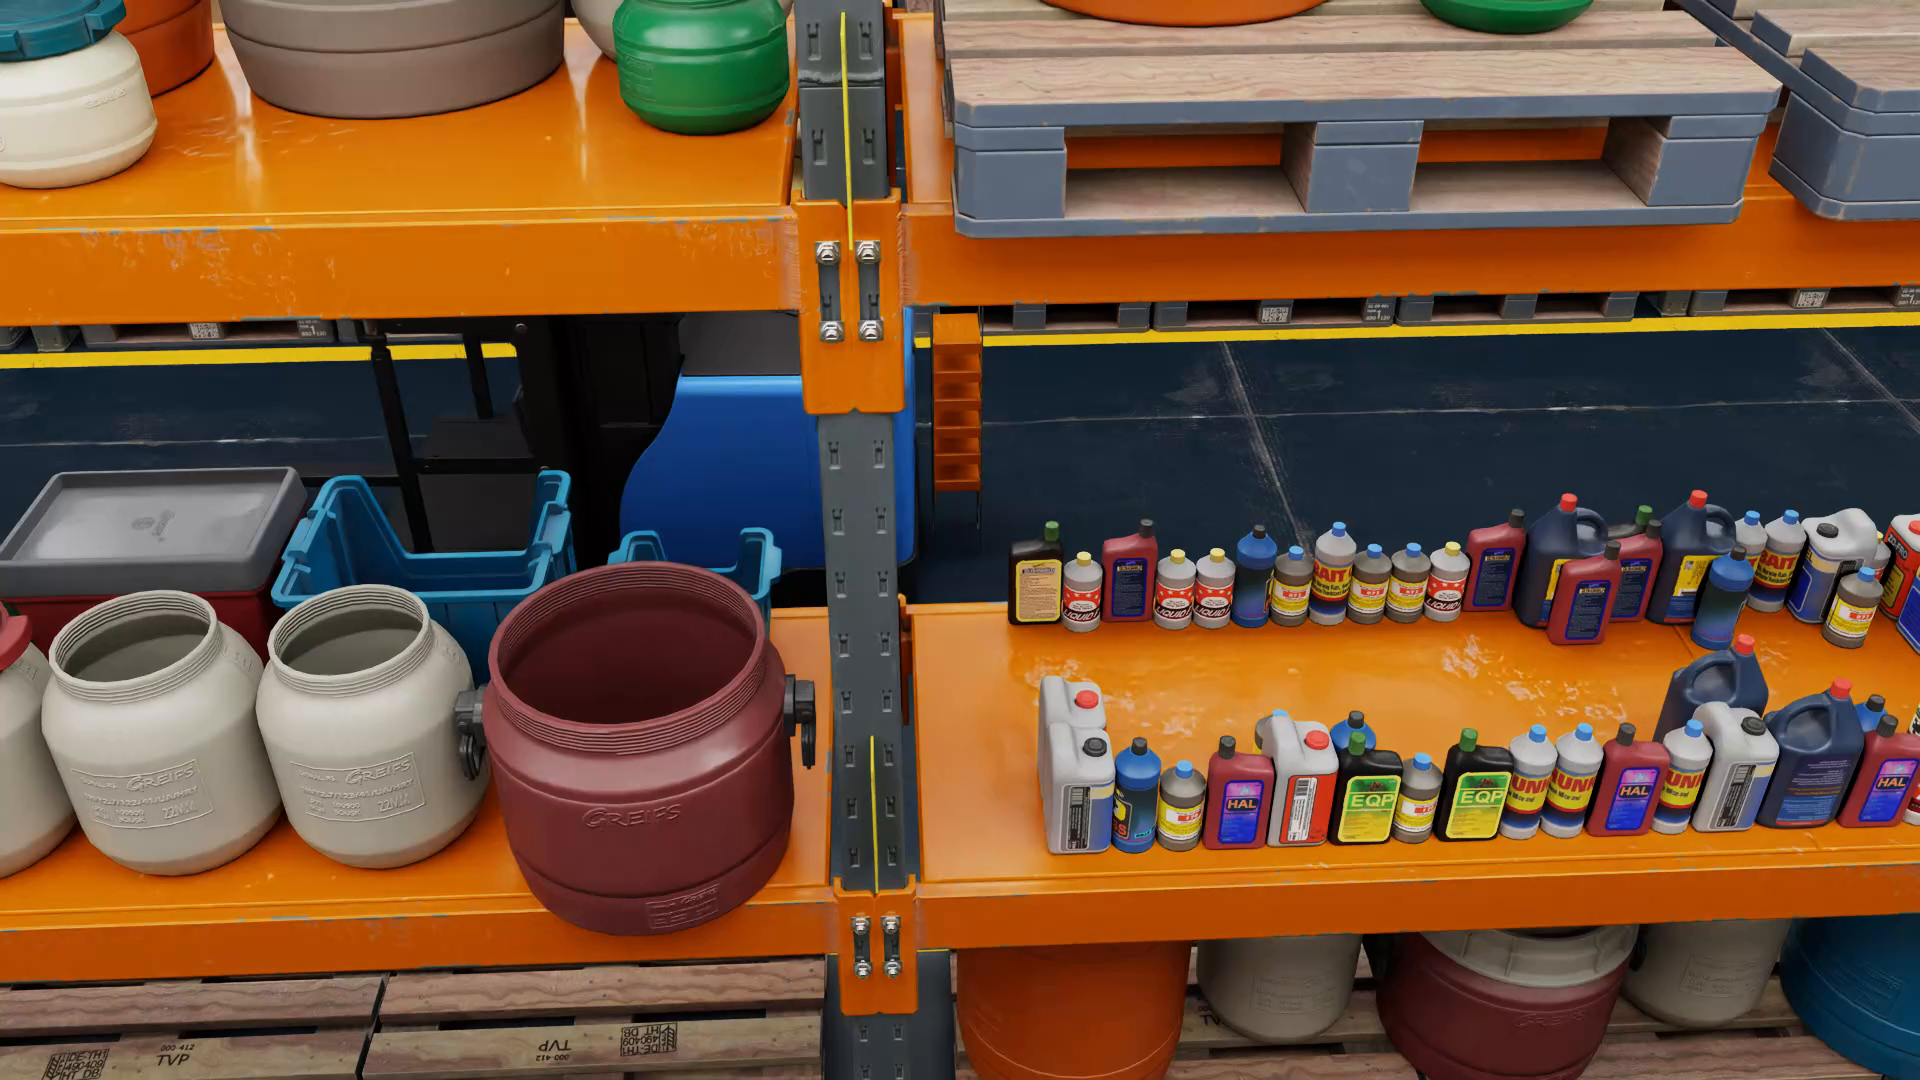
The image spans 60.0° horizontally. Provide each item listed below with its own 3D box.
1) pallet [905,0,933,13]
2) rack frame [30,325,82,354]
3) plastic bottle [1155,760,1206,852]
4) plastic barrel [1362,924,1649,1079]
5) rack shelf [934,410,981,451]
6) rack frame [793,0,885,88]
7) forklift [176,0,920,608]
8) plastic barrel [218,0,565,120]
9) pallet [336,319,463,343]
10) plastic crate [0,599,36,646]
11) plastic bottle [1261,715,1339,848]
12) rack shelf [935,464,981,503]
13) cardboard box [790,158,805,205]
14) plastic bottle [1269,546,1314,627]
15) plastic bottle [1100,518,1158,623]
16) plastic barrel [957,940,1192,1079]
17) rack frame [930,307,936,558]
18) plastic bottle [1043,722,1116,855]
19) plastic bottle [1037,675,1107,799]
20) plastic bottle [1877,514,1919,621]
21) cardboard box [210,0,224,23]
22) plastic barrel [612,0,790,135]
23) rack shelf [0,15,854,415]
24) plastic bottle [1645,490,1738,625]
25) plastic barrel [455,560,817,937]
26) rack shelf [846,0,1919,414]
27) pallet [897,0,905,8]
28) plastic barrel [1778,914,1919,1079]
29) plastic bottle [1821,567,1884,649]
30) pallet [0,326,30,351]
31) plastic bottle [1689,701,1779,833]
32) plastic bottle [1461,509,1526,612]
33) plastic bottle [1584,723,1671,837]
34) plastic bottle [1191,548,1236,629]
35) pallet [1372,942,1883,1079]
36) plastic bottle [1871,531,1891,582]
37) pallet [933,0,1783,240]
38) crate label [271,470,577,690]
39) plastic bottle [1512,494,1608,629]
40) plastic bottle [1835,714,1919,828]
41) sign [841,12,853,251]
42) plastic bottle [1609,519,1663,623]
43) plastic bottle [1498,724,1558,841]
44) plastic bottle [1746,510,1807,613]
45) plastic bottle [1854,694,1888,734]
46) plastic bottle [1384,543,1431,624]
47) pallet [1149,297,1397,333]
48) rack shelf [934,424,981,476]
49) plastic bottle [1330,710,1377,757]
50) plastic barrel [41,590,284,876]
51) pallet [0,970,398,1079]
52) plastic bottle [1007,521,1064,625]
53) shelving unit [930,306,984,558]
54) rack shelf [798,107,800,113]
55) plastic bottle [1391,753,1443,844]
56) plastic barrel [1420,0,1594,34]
[{"bbox_3d":[0.245,-2.509,7.908,1.003,0.211,1.213,-2,35,-2],"label":"pallet"},{"bbox_3d":[-4.424,-2.422,7.614,0.127,3.000,1.000,-2,35,-2],"label":"rack frame"},{"bbox_3d":[0.464,0.549,3.495,0.097,0.201,0.097,0,35,0],"label":"plastic bottle"},{"bbox_3d":[1.418,1.051,4.345,0.708,0.588,0.600,-2,35,-2],"label":"plastic barrel"},{"bbox_3d":[-0.014,-0.456,6.433,0.180,0.103,0.258,-2,35,-2],"label":"rack shelf"},{"bbox_3d":[-0.198,-2.181,1.994,0.127,3.000,1.000,-2,35,-2],"label":"rack frame"},{"bbox_3d":[-1.680,-1.134,5.813,3.031,2.935,1.130,0,35,-1],"label":"forklift"},{"bbox_3d":[-1.028,-1.255,2.851,0.600,0.901,0.600,0,35,0],"label":"plastic barrel"},{"bbox_3d":[-2.468,-1.352,8.518,1.213,0.211,1.003,-2,35,-2],"label":"pallet"},{"bbox_3d":[-2.467,0.273,3.905,0.662,0.188,0.450,-2,35,-2],"label":"plastic crate"},{"bbox_3d":[0.712,0.497,3.506,0.135,0.276,0.152,-2,35,-2],"label":"plastic bottle"},{"bbox_3d":[-0.014,-0.259,6.570,0.180,0.103,0.258,-2,35,-2],"label":"rack shelf"},{"bbox_3d":[-0.940,-1.648,8.050,0.500,0.311,0.500,-1,35,-1],"label":"cardboard box"},{"bbox_3d":[0.825,0.107,4.134,0.097,0.201,0.097,0,35,0],"label":"plastic bottle"},{"bbox_3d":[0.417,0.074,4.109,0.133,0.283,0.061,-2,35,-2],"label":"plastic bottle"},{"bbox_3d":[0.290,0.983,4.232,0.708,0.830,0.600,-2,35,-2],"label":"plastic barrel"},{"bbox_3d":[-0.106,-0.491,6.404,0.006,1.200,0.240,-2,35,-2],"label":"rack frame"},{"bbox_3d":[0.250,0.509,3.488,0.135,0.276,0.152,-2,35,-2],"label":"plastic bottle"},{"bbox_3d":[0.243,0.423,3.613,0.135,0.276,0.152,-2,35,-2],"label":"plastic bottle"},{"bbox_3d":[2.393,0.050,4.151,0.135,0.276,0.152,-2,35,-2],"label":"plastic bottle"},{"bbox_3d":[-3.130,-2.489,7.623,0.500,0.500,0.500,1,35,1],"label":"cardboard box"},{"bbox_3d":[-0.442,-0.848,2.840,0.294,0.245,0.294,0,35,0],"label":"plastic barrel"},{"bbox_3d":[-2.195,-0.598,2.974,4.000,0.370,1.077,-2,35,-2],"label":"rack shelf"},{"bbox_3d":[1.807,0.033,4.110,0.185,0.351,0.144,-2,35,-2],"label":"plastic bottle"},{"bbox_3d":[-0.647,0.415,3.395,0.708,0.536,0.600,-2,35,-2],"label":"plastic barrel"},{"bbox_3d":[1.800,-0.706,3.130,4.000,0.370,1.077,-2,35,-2],"label":"rack shelf"},{"bbox_3d":[0.125,-4.177,12.601,1.213,0.211,1.003,-2,35,-2],"label":"pallet"},{"bbox_3d":[2.546,0.892,4.300,0.708,0.901,0.600,-2,35,-2],"label":"plastic barrel"},{"bbox_3d":[2.186,0.157,4.061,0.097,0.201,0.097,0,35,0],"label":"plastic bottle"},{"bbox_3d":[-5.220,-1.278,8.411,1.213,0.211,1.003,-2,35,-2],"label":"pallet"},{"bbox_3d":[1.635,0.472,3.542,0.135,0.276,0.152,-2,35,-2],"label":"plastic bottle"},{"bbox_3d":[1.328,0.050,4.145,0.133,0.283,0.061,-2,35,-2],"label":"plastic bottle"},{"bbox_3d":[1.406,0.501,3.493,0.133,0.283,0.061,-2,35,-2],"label":"plastic bottle"},{"bbox_3d":[0.630,0.113,4.126,0.097,0.201,0.097,0,35,0],"label":"plastic bottle"},{"bbox_3d":[1.804,1.356,4.605,1.213,0.211,1.003,-2,35,-2],"label":"pallet"},{"bbox_3d":[2.276,0.068,4.190,0.097,0.201,0.097,0,35,0],"label":"plastic bottle"},{"bbox_3d":[0.571,-0.835,2.851,1.213,0.211,1.003,-2,35,-2],"label":"pallet"},{"bbox_3d":[-1.203,0.144,3.874,0.616,0.435,0.502,-2,35,-2],"label":"crate label"},{"bbox_3d":[1.489,0.041,4.098,0.185,0.351,0.144,-2,35,-2],"label":"plastic bottle"},{"bbox_3d":[1.956,0.486,3.514,0.133,0.283,0.061,-2,35,-2],"label":"plastic bottle"},{"bbox_3d":[-0.164,-0.592,2.426,0.005,0.325,0.100,-2,35,-2],"label":"sign"},{"bbox_3d":[1.649,0.076,4.107,0.133,0.283,0.061,-2,35,-2],"label":"plastic bottle"},{"bbox_3d":[1.193,0.501,3.503,0.097,0.271,0.097,0,35,0],"label":"plastic bottle"},{"bbox_3d":[2.044,0.046,4.161,0.097,0.271,0.097,0,35,0],"label":"plastic bottle"},{"bbox_3d":[1.934,0.446,3.582,0.097,0.271,0.097,0,35,0],"label":"plastic bottle"},{"bbox_3d":[1.116,0.099,4.145,0.097,0.201,0.097,0,35,0],"label":"plastic bottle"},{"bbox_3d":[1.535,-1.413,8.606,1.213,0.211,1.003,-2,35,-2],"label":"pallet"},{"bbox_3d":[-0.014,-0.358,6.502,0.180,0.103,0.258,-2,35,-2],"label":"rack shelf"},{"bbox_3d":[0.826,0.476,3.539,0.097,0.271,0.097,0,35,0],"label":"plastic bottle"},{"bbox_3d":[-1.636,0.400,3.437,0.421,0.512,0.421,0,35,0],"label":"plastic barrel"},{"bbox_3d":[-2.189,1.462,4.451,1.213,0.211,1.003,-2,35,-2],"label":"pallet"},{"bbox_3d":[0.186,0.080,4.100,0.133,0.283,0.061,-2,35,-2],"label":"plastic bottle"},{"bbox_3d":[-0.014,-0.493,6.408,0.189,1.200,0.258,-2,35,-2],"label":"shelving unit"},{"bbox_3d":[-2.426,-2.180,7.897,4.000,0.370,1.077,-2,35,-2],"label":"rack shelf"},{"bbox_3d":[0.963,0.536,3.514,0.097,0.201,0.097,0,35,0],"label":"plastic bottle"},{"bbox_3d":[0.872,-0.954,2.625,0.294,0.245,0.294,0,35,0],"label":"plastic barrel"}]
